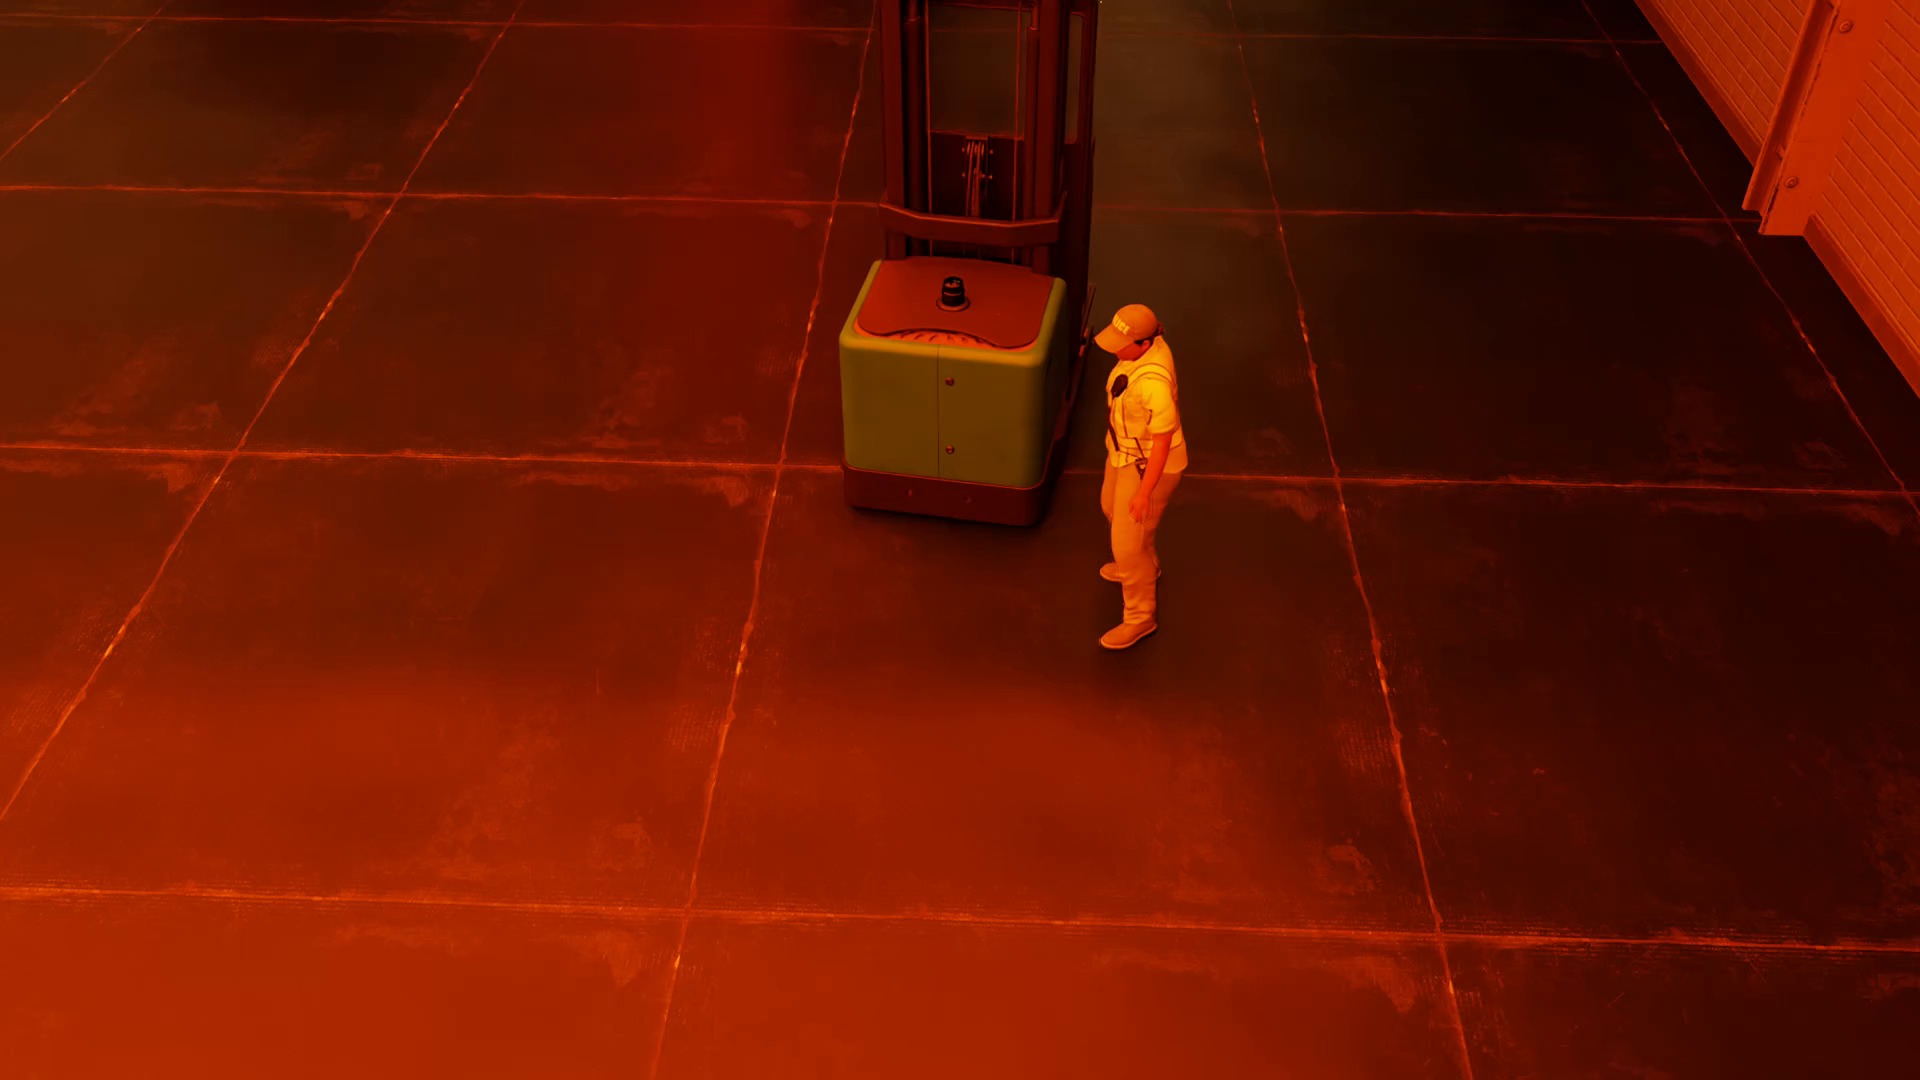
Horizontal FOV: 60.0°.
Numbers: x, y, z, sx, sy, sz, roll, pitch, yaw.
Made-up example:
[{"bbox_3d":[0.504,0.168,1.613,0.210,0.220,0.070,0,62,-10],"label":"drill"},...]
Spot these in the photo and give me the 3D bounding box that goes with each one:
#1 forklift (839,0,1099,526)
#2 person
[{"bbox_3d":[0.178,-2.141,8.824,1.130,2.935,3.031,7,40,8],"label":"forklift"},{"bbox_3d":[0.814,-0.356,7.667,0.459,1.640,0.778,-3,39,-3],"label":"person"}]
